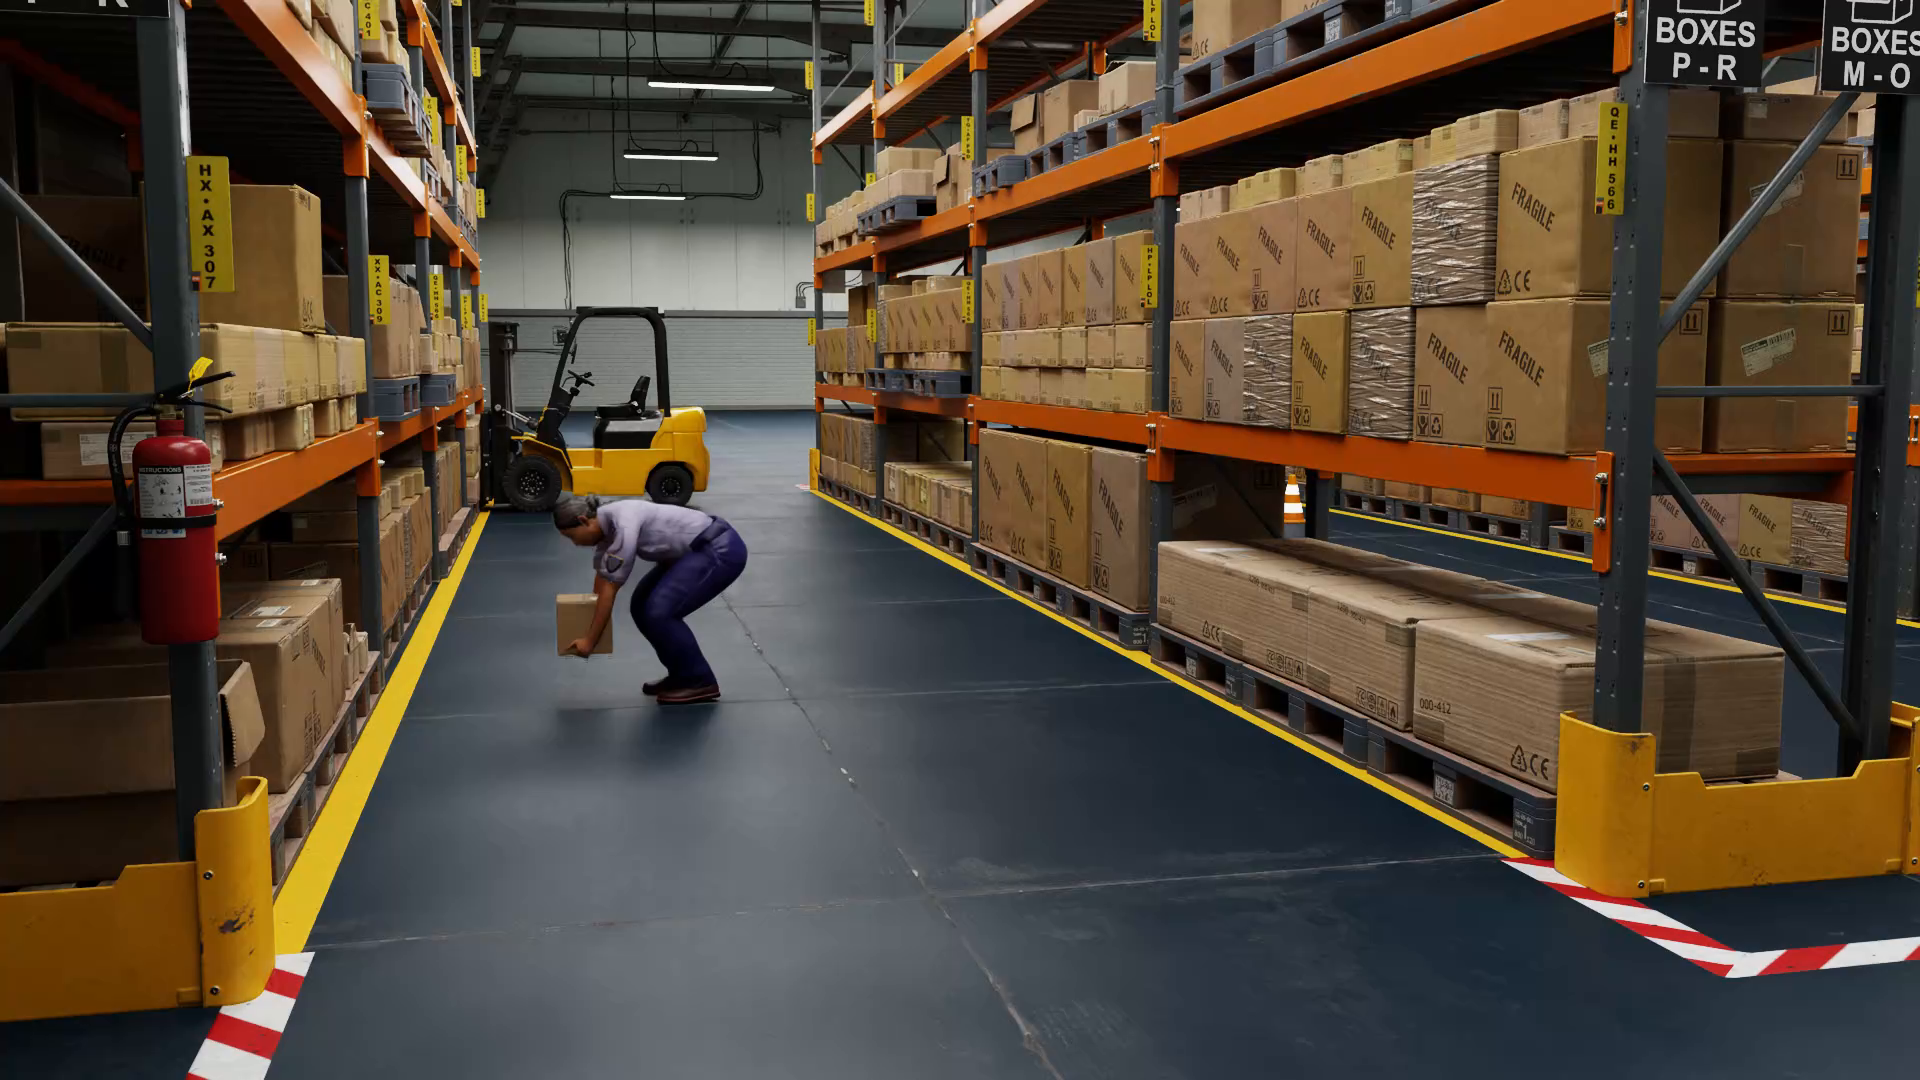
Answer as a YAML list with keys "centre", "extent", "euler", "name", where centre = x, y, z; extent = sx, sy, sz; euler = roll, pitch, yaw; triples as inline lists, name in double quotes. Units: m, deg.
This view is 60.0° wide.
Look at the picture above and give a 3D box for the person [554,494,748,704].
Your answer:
- centre: [-1.458, 0.267, 7.880]
  extent: [0.892, 0.985, 0.510]
  euler: [-2, 7, -16]
  name: "person"
